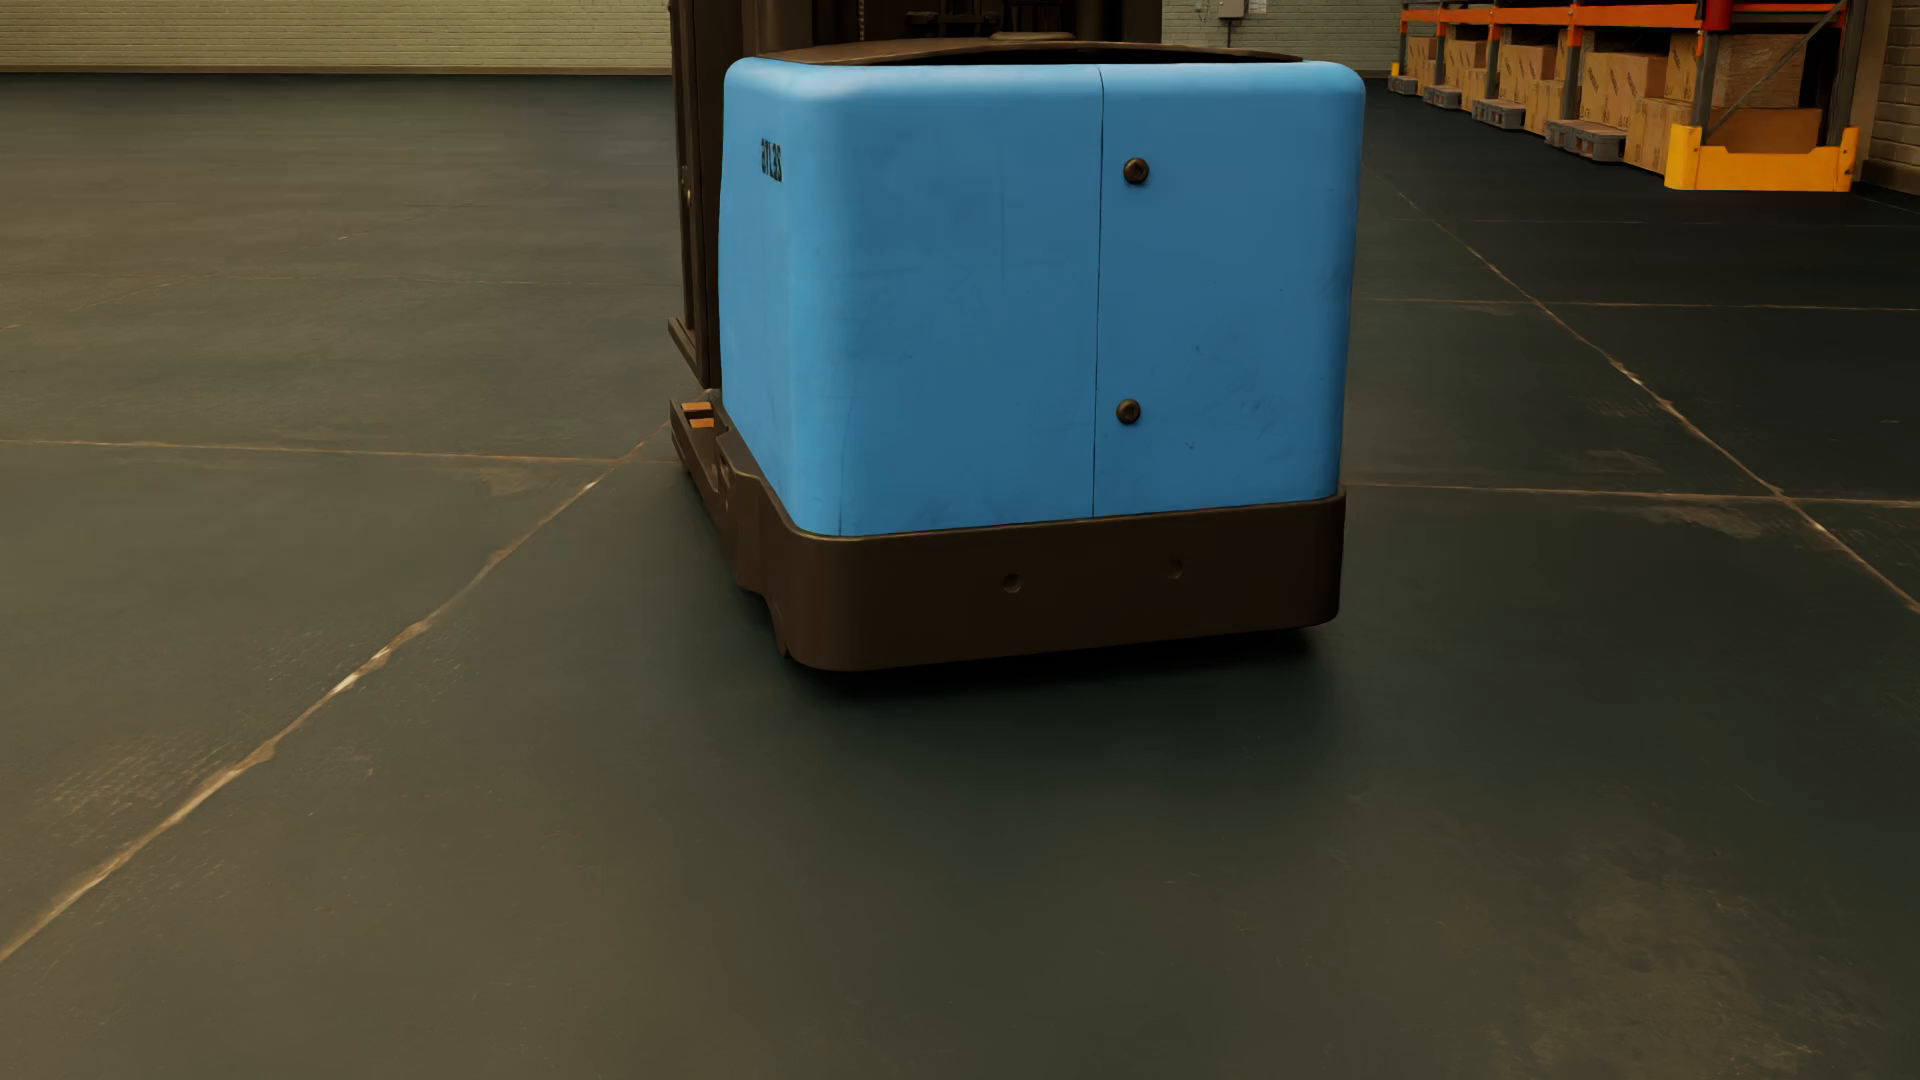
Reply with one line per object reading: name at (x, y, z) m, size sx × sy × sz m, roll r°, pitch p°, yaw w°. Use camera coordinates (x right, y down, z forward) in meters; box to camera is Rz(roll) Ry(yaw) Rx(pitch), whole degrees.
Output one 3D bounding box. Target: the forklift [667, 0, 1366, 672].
forklift at (-0.159, -1.575, 3.946) m, size 1.130 × 2.935 × 3.031 m, roll -5°, pitch 18°, yaw -14°
